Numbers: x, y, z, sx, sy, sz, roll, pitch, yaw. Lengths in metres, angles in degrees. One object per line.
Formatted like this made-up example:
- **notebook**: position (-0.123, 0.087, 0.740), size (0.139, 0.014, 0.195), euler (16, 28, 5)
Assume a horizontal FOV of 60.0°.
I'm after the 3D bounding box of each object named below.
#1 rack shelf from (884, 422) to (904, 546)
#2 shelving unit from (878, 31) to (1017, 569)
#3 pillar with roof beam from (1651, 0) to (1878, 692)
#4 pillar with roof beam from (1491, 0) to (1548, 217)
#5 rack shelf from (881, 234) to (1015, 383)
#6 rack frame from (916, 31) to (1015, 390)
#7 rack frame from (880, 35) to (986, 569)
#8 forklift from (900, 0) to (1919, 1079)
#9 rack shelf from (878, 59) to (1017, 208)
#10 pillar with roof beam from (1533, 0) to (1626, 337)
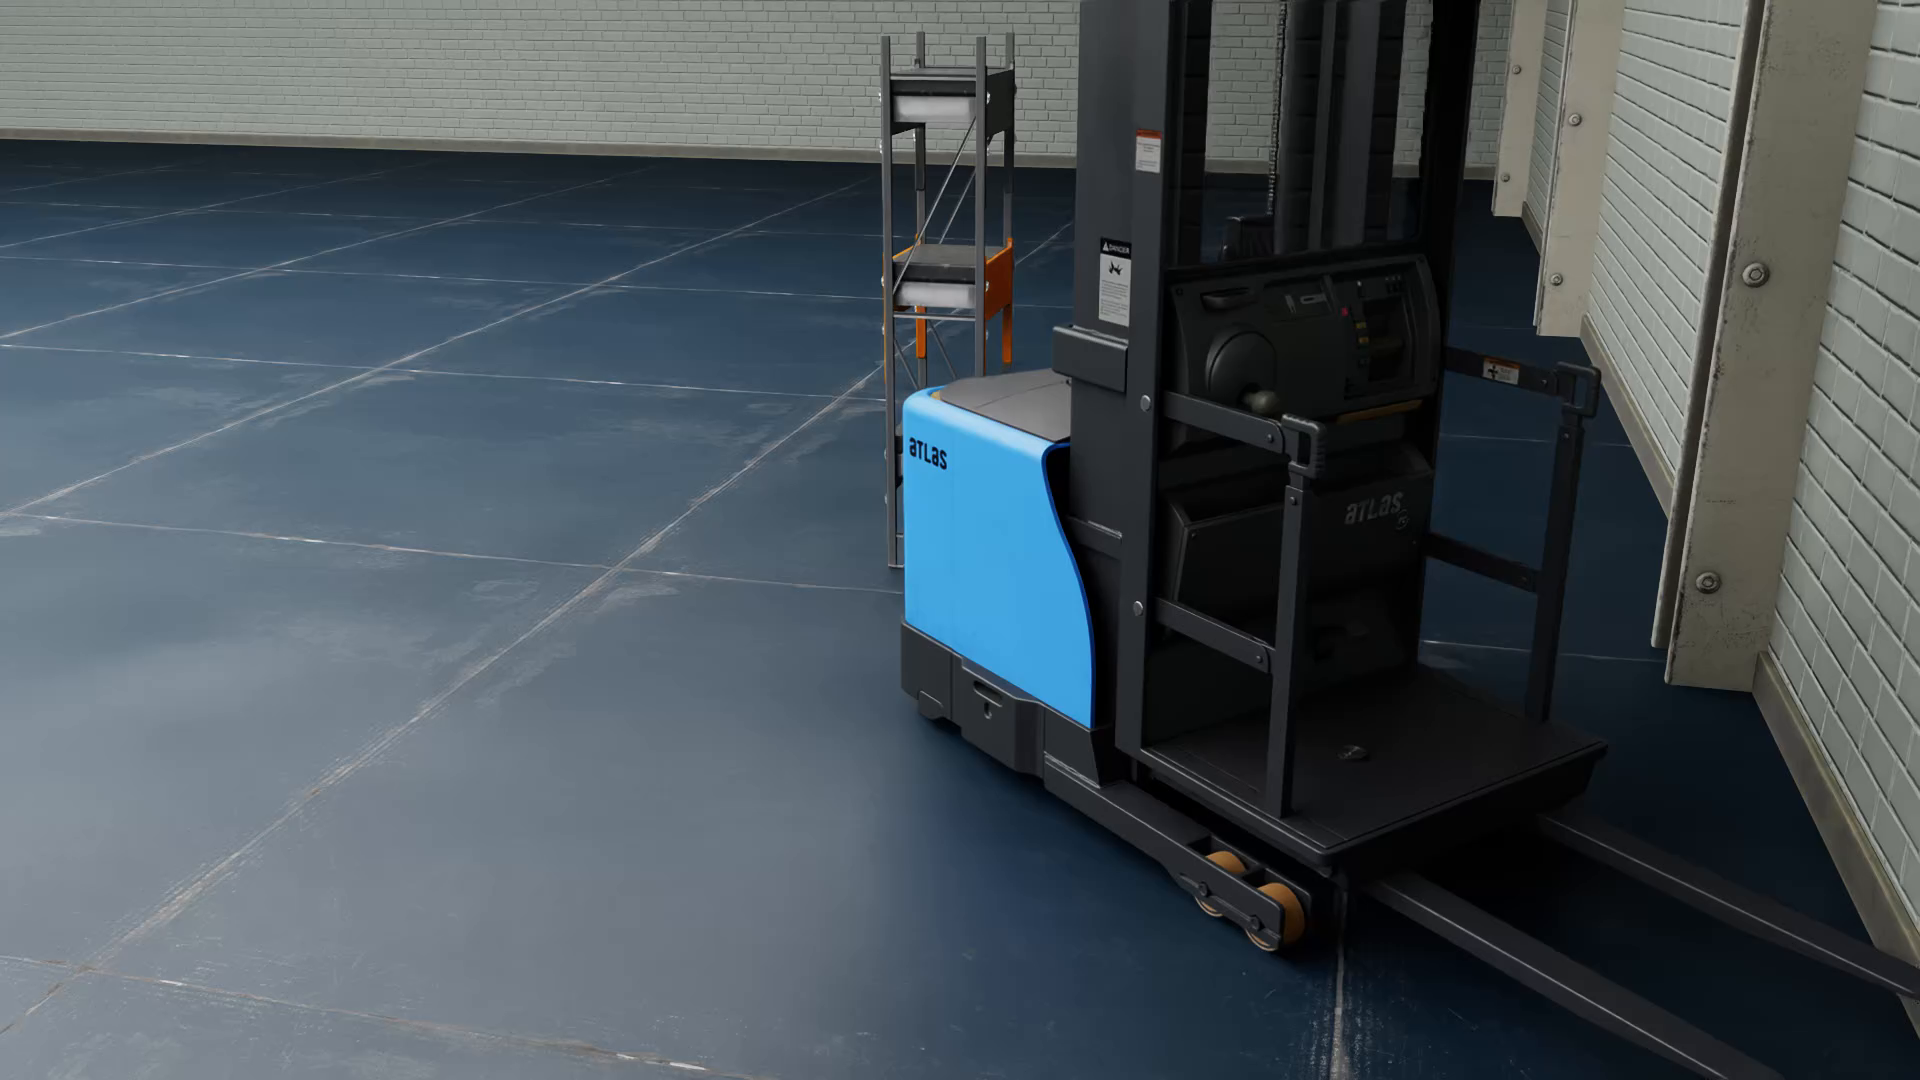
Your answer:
- **rack shelf**: position (-0.040, -0.266, 6.927), size (0.431, 0.518, 0.480), euler (5, 19, 13)
- **shelving unit**: position (-0.040, -0.942, 6.696), size (0.431, 2.100, 0.503), euler (5, 19, 13)
- **pillar with roof beam**: position (-1.540, -4.152, 5.421), size (9.100, 9.000, 0.400), euler (5, 19, 13)
- **pillar with roof beam**: position (1.392, -7.913, 16.433), size (9.100, 9.000, 0.400), euler (5, 19, 13)
- **rack shelf**: position (-0.040, -0.929, 6.701), size (0.431, 0.518, 0.480), euler (5, 19, 13)
- **rack frame**: position (0.019, -1.018, 6.920), size (0.400, 2.100, 0.015), euler (5, 19, 13)
- **rack frame**: position (-0.100, -0.865, 6.472), size (0.400, 2.100, 0.015), euler (5, 19, 13)
- **forklift**: position (1.043, -0.532, 4.212), size (1.130, 2.935, 3.031), euler (-12, 22, -32)
- **rack shelf**: position (-0.040, -1.591, 6.474), size (0.431, 0.518, 0.480), euler (5, 19, 13)
- **pillar with roof beam**: position (-0.074, -6.033, 10.927), size (9.100, 9.000, 0.400), euler (5, 19, 13)
